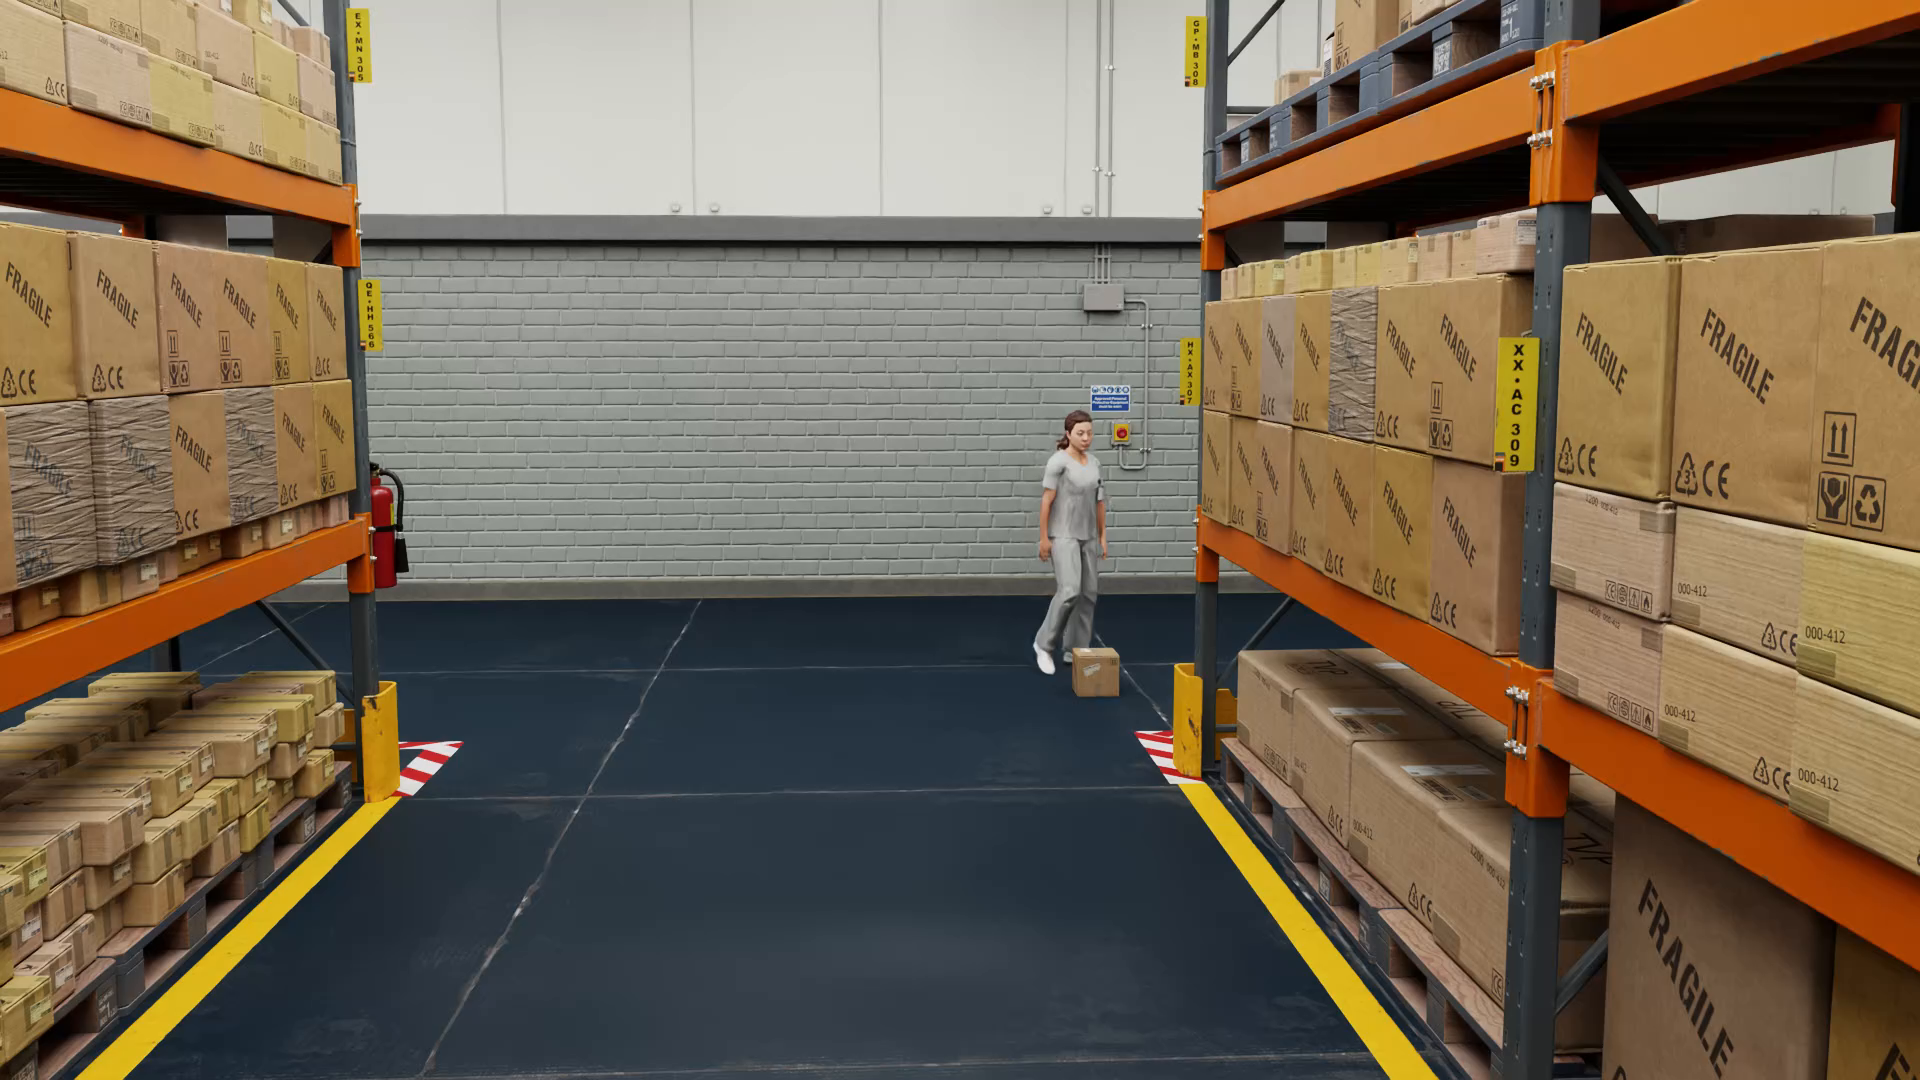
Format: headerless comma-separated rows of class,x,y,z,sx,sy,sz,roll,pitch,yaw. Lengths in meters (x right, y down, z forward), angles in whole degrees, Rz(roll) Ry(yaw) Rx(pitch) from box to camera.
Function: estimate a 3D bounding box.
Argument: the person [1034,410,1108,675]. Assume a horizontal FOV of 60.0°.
person,0.720,0.006,10.631,0.497,1.679,0.407,-7,10,-43
